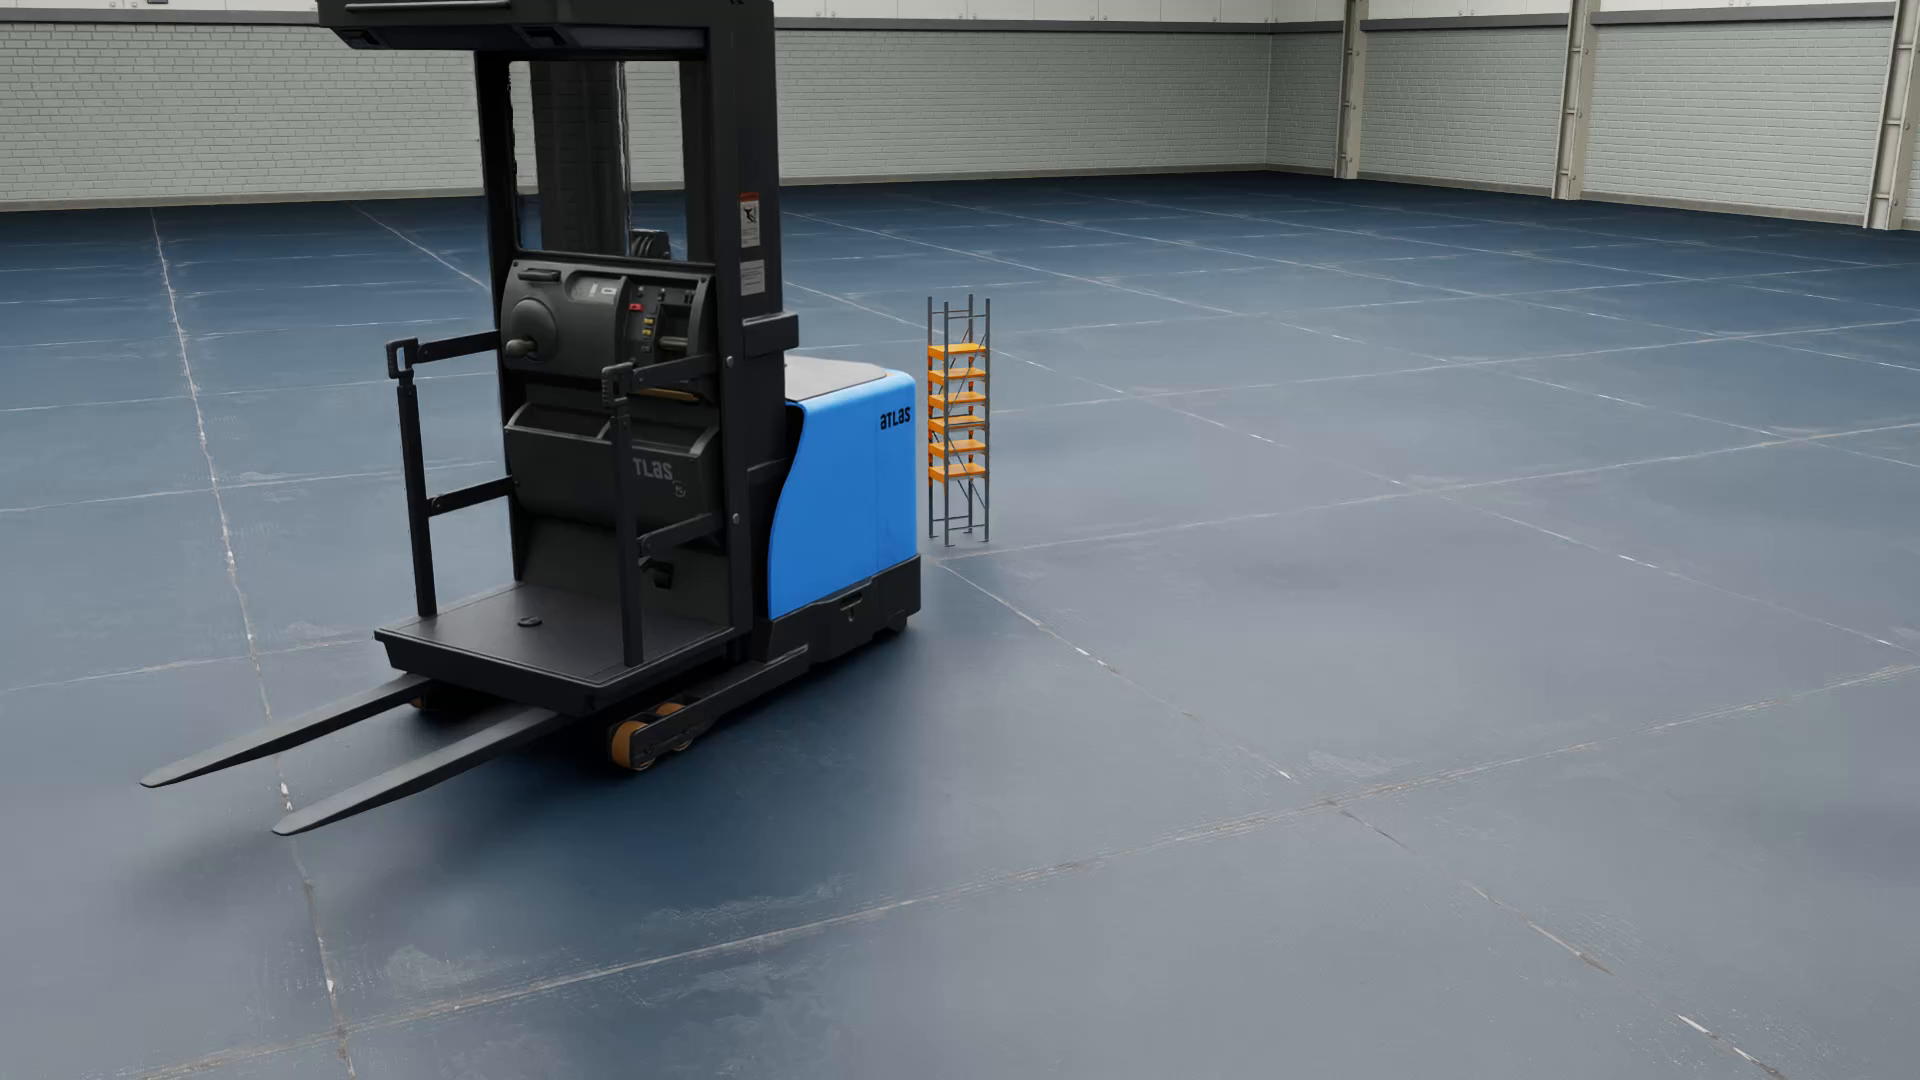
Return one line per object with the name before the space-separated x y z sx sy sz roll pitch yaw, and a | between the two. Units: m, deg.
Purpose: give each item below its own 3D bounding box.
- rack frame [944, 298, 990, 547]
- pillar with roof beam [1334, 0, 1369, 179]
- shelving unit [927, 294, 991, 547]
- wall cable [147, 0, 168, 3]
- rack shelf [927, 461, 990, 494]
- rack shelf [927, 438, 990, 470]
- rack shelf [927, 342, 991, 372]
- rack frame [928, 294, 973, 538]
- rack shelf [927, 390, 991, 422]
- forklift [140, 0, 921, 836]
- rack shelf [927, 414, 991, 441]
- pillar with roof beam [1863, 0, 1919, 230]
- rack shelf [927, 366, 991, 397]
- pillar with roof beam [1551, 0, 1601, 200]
rack frame | 0.034 -0.558 8.019 0.240 1.200 0.006 -8 18 -25
pillar with roof beam | 4.052 -11.232 31.078 9.100 9.000 0.400 -8 18 -25
shelving unit | -0.006 -0.580 8.098 0.258 1.200 0.189 -8 18 -25
wall cable | -11.955 -11.614 26.243 2.305 6.003 0.169 -8 18 -25
rack shelf | -0.006 -0.307 8.176 0.258 0.103 0.180 -8 18 -25
rack shelf | -0.006 -0.422 8.143 0.258 0.103 0.180 -8 18 -25
rack shelf | -0.006 -0.884 8.011 0.258 0.103 0.180 -8 18 -25
rack frame | -0.046 -0.603 8.177 0.240 1.200 0.006 -8 18 -25
rack shelf | -0.006 -0.653 8.077 0.258 0.103 0.180 -8 18 -25
forklift | -1.362 -0.783 5.665 1.130 2.935 3.031 10 19 30
rack shelf | -0.006 -0.538 8.110 0.258 0.103 0.180 -8 18 -25
pillar with roof beam | 9.309 -8.257 20.709 9.100 9.000 0.400 -8 18 -25
rack shelf | -0.006 -0.768 8.044 0.258 0.103 0.180 -8 18 -25
pillar with roof beam | 6.681 -9.745 25.893 9.100 9.000 0.400 -8 18 -25
